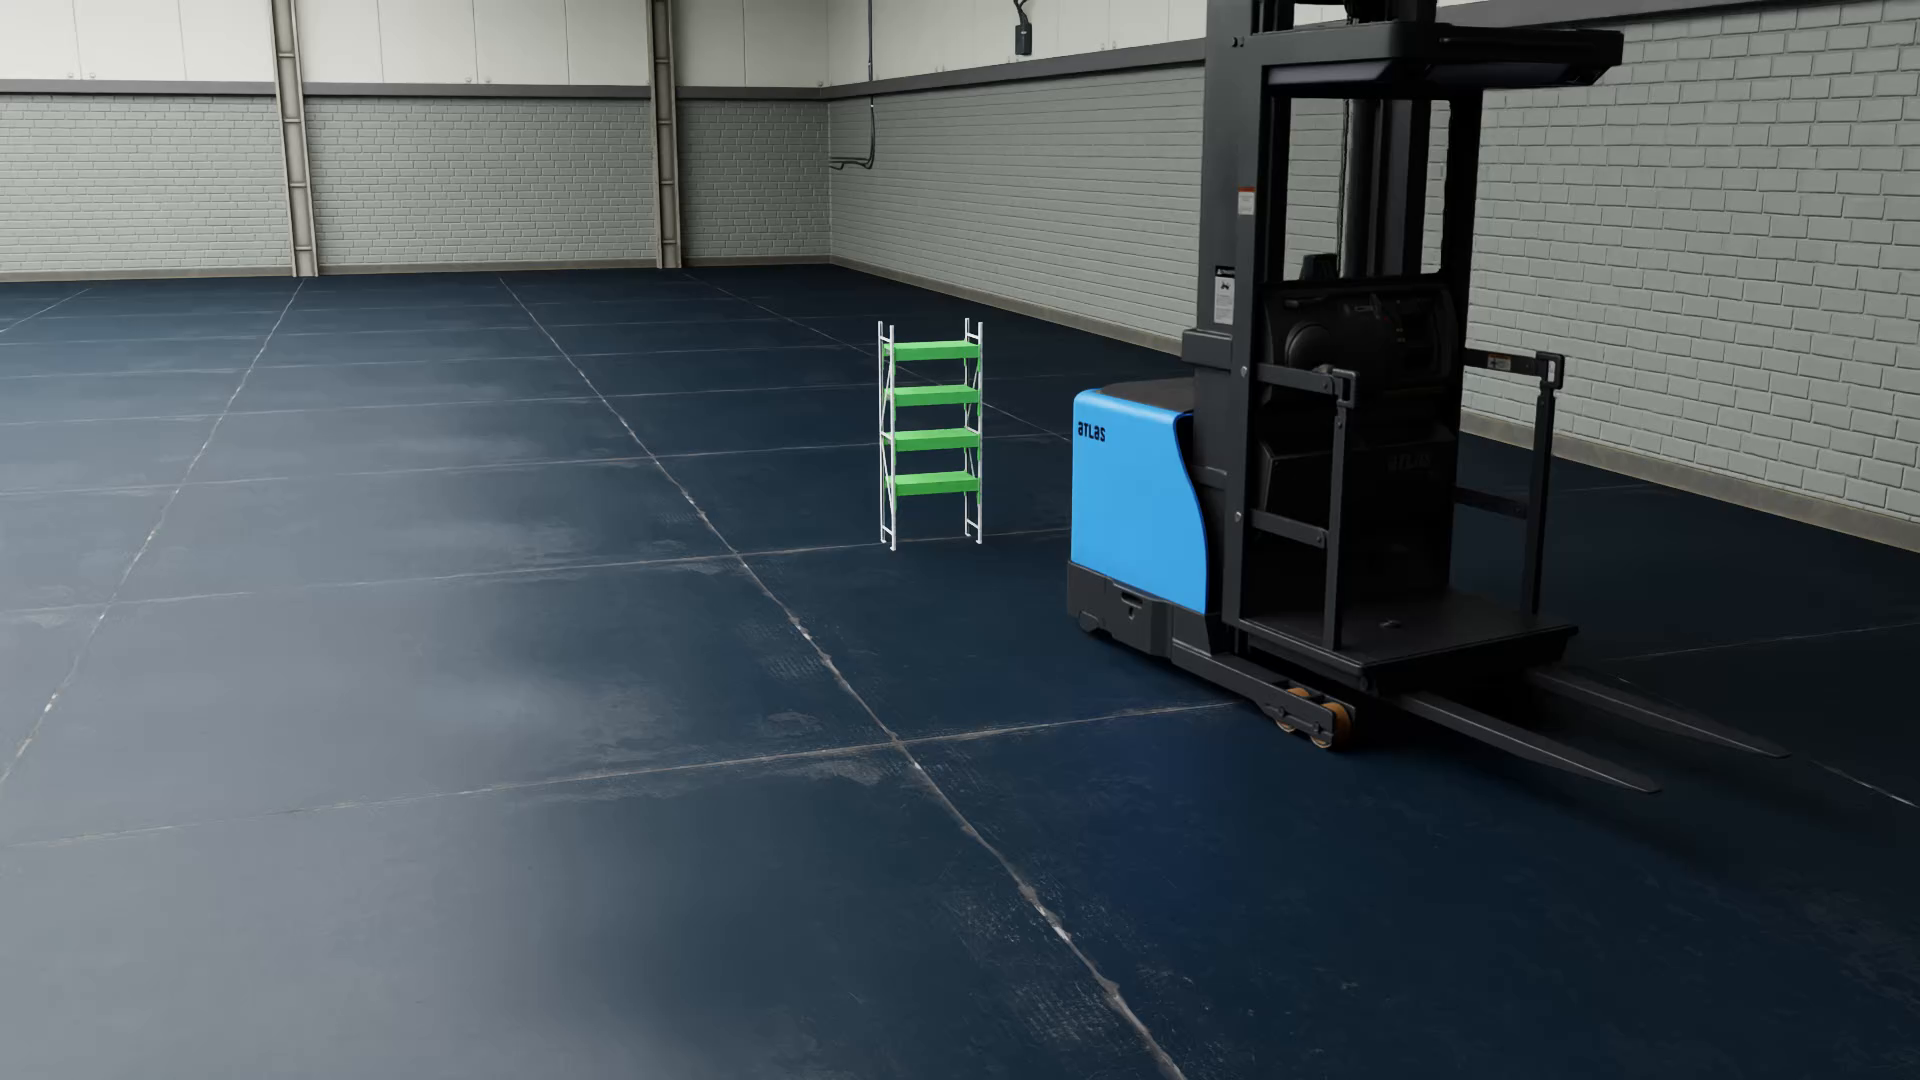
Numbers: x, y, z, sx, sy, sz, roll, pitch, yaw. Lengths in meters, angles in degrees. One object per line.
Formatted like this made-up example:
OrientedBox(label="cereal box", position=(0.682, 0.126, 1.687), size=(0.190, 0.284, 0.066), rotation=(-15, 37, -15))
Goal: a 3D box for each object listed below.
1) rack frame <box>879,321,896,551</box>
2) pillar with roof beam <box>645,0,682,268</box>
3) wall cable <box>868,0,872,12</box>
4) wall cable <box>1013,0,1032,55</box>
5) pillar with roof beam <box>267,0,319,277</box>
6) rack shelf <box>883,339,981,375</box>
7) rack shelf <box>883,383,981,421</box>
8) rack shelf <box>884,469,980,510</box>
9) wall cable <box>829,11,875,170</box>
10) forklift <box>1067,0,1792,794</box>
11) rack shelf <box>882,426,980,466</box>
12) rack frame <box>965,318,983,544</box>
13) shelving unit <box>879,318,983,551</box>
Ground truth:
OrientedBox(label="rack frame", position=(-0.388, -0.553, 8.877), size=(0.015, 1.200, 0.240), rotation=(-4, 14, -18))
OrientedBox(label="pillar with roof beam", position=(-3.769, -8.252, 24.389), size=(0.400, 9.000, 9.100), rotation=(-4, 14, -18))
OrientedBox(label="wall cable", position=(-1.065, -9.477, 25.334), size=(0.112, 2.526, 3.097), rotation=(-4, 14, -18))
OrientedBox(label="wall cable", position=(1.085, -8.695, 18.902), size=(0.169, 6.003, 2.305), rotation=(-4, 14, -18))
OrientedBox(label="pillar with roof beam", position=(-9.455, -7.809, 22.528), size=(0.400, 9.000, 9.100), rotation=(-4, 14, -18))
OrientedBox(label="rack shelf", position=(-0.157, -0.976, 8.856), size=(0.480, 0.148, 0.258), rotation=(-4, 14, -18))
OrientedBox(label="rack shelf", position=(-0.157, -0.743, 8.912), size=(0.480, 0.148, 0.258), rotation=(-4, 14, -18))
OrientedBox(label="rack shelf", position=(-0.157, -0.276, 9.023), size=(0.480, 0.148, 0.258), rotation=(-4, 14, -18))
OrientedBox(label="wall cable", position=(-1.928, -7.613, 28.413), size=(0.112, 2.526, 3.097), rotation=(-4, 14, -18))
OrientedBox(label="forklift", position=(1.632, -0.794, 6.148), size=(1.130, 2.935, 3.031), rotation=(-7, 15, -28))
OrientedBox(label="rack shelf", position=(-0.157, -0.509, 8.967), size=(0.480, 0.148, 0.258), rotation=(-4, 14, -18))
OrientedBox(label="rack frame", position=(0.074, -0.590, 9.028), size=(0.015, 1.200, 0.240), rotation=(-4, 14, -18))
OrientedBox(label="shelving unit", position=(-0.157, -0.571, 8.953), size=(0.503, 1.200, 0.258), rotation=(-4, 14, -18))
